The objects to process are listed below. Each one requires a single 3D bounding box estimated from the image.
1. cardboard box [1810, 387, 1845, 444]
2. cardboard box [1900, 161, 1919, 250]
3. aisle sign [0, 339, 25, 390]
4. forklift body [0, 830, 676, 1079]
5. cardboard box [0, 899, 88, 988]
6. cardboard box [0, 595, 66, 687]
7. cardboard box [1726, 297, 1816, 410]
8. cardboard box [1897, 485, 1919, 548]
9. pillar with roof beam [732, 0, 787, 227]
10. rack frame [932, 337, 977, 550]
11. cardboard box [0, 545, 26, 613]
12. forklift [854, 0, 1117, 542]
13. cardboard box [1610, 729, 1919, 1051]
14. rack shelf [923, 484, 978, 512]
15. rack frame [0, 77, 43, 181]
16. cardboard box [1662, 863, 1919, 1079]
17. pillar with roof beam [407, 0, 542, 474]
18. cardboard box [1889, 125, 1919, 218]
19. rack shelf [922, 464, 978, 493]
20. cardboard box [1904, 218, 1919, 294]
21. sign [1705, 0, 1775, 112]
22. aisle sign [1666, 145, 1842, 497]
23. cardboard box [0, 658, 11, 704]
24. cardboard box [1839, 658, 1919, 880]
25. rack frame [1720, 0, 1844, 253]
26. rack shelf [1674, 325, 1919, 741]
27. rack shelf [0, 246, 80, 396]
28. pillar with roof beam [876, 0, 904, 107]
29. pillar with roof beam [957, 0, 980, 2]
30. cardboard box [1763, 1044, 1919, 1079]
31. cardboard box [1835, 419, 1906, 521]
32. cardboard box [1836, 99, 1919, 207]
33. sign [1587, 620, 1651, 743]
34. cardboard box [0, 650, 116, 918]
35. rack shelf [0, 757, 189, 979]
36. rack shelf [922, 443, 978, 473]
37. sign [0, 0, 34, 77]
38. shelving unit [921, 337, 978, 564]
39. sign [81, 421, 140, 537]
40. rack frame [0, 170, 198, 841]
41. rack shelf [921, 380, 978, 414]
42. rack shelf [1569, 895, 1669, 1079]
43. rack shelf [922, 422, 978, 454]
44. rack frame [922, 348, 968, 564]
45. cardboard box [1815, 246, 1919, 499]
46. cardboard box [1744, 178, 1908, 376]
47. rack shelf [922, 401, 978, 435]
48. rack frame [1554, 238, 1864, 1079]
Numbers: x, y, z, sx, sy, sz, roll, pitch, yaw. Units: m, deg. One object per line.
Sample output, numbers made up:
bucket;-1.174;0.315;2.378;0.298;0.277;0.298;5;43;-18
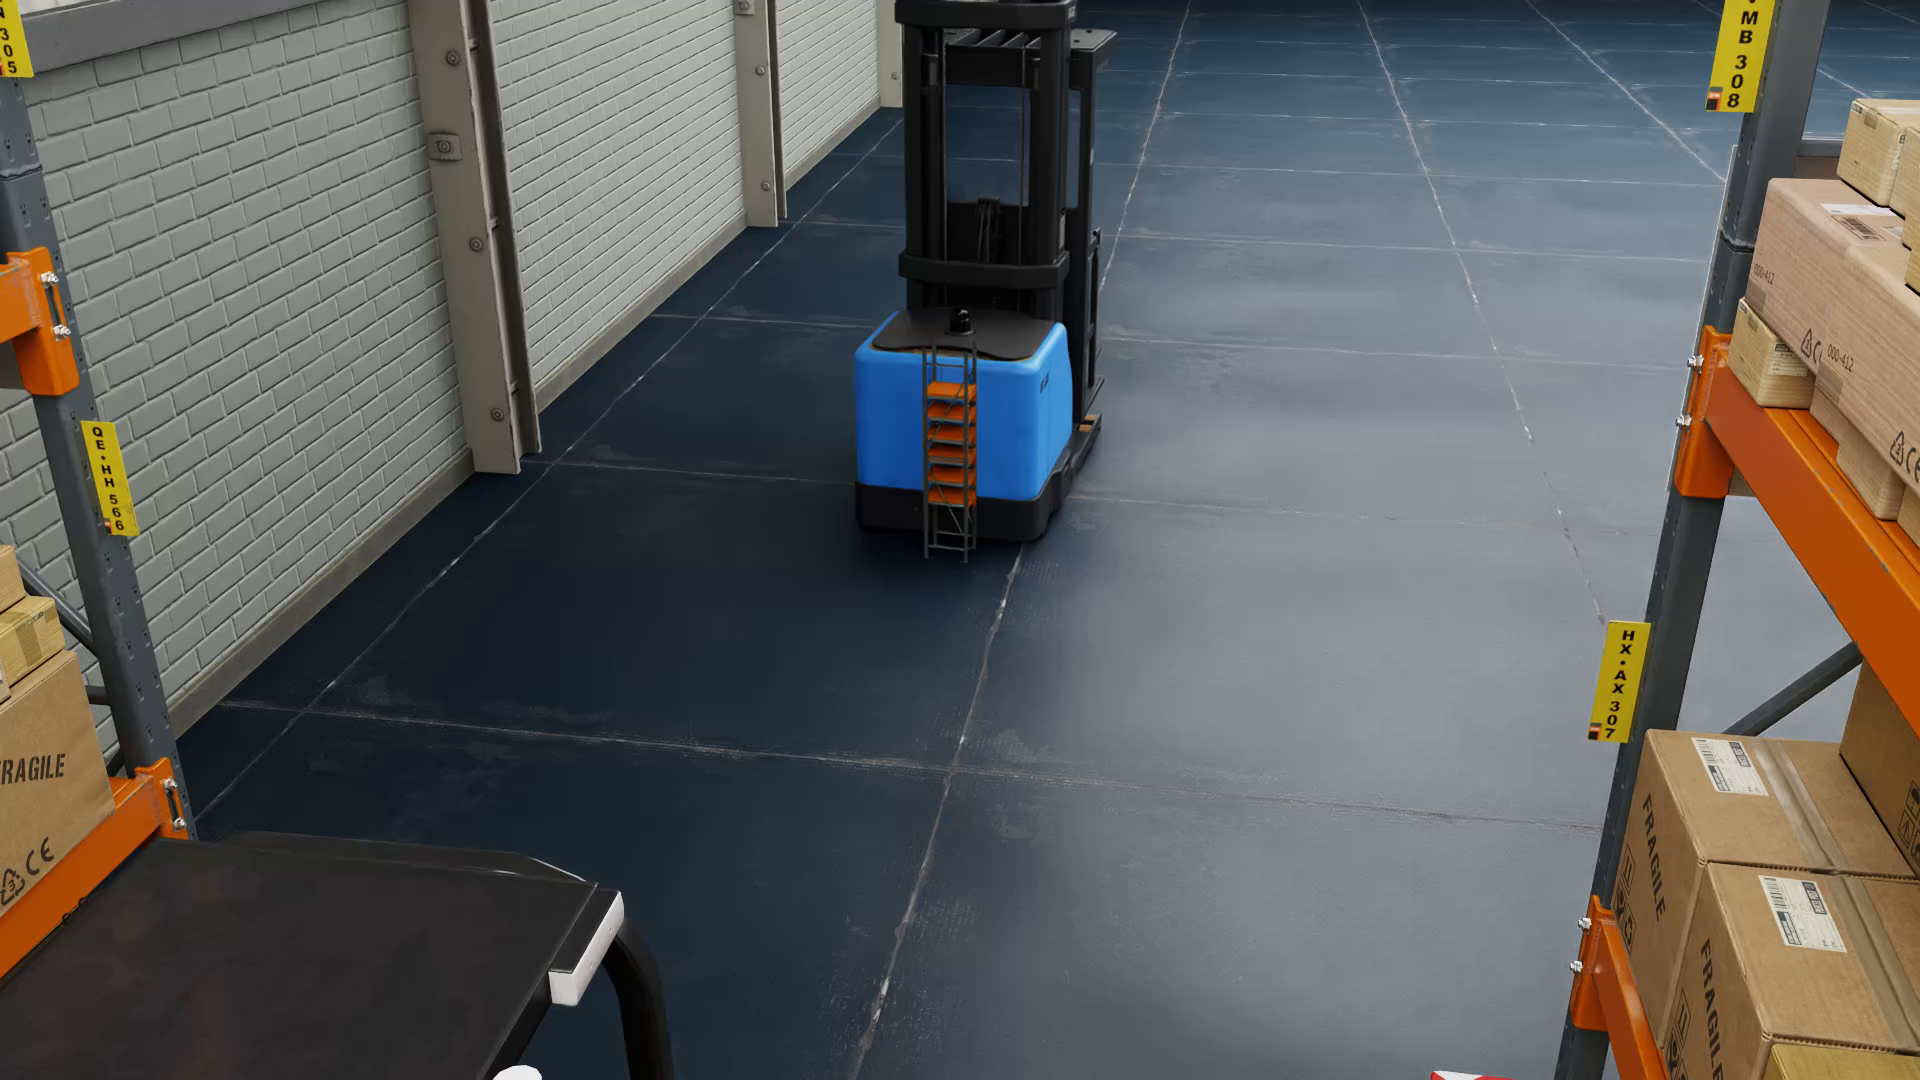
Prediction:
cardboard box;1.780;-0.243;2.988;0.380;0.149;0.250;3;25;7
cardboard box;1.722;-0.495;2.586;0.380;0.149;0.250;4;25;8
aisle sign;-2.488;-0.757;4.262;0.394;0.787;0.004;4;25;9
forklift body;-1.299;1.731;3.014;2.313;2.155;1.214;4;25;9
cardboard box;-2.556;1.244;4.623;0.500;0.250;0.500;5;26;10
cardboard box;-2.569;0.253;4.288;0.380;0.149;0.250;4;25;9
cardboard box;1.734;-0.359;3.236;0.380;0.149;0.250;4;25;9
cardboard box;1.686;-0.029;2.532;0.380;0.149;0.250;4;25;8
pillar with roof beam;2.416;-6.781;13.123;9.100;9.000;0.400;4;25;9
rack frame;-0.030;-0.503;8.909;0.240;1.200;0.006;6;26;13
cardboard box;-2.639;0.118;4.225;0.380;0.149;0.250;4;25;9
forklift;0.282;-1.919;9.892;1.130;2.935;3.031;6;26;13
cardboard box;1.758;0.769;3.601;0.500;0.500;0.500;4;25;8
rack shelf;-0.053;-0.208;8.950;0.258;0.103;0.180;6;26;13
rack frame;-2.789;-2.290;3.527;1.000;3.000;0.127;4;25;9
cardboard box;1.676;0.986;3.137;0.500;0.500;0.500;5;26;10
pillar with roof beam;1.436;-4.272;7.762;9.100;9.000;0.400;4;25;9
cardboard box;1.824;-0.595;2.800;0.380;0.149;0.250;4;25;8
rack shelf;-0.053;-0.317;8.899;0.258;0.103;0.180;6;26;13
cardboard box;1.608;-0.395;2.373;0.380;0.149;0.250;4;25;8
sign;1.573;-1.022;3.326;0.100;0.325;0.005;4;25;9
aisle sign;1.813;-0.455;3.617;0.394;0.787;0.004;4;25;9
cardboard box;-2.582;0.362;4.056;0.380;0.149;0.250;4;25;9
cardboard box;2.241;0.366;3.282;0.700;0.500;0.500;3;25;7
rack frame;2.109;-1.947;2.795;1.000;3.000;0.127;4;25;9
rack shelf;1.782;0.574;1.797;1.077;0.370;4.000;4;25;9
rack shelf;-3.116;0.231;2.528;1.077;0.370;4.000;4;25;9
pillar with roof beam;3.397;-9.291;18.484;9.100;9.000;0.400;4;25;9
pillar with roof beam;4.378;-11.800;23.845;9.100;9.000;0.400;4;25;9
cardboard box;1.594;1.199;2.682;0.500;0.500;0.500;4;25;7
cardboard box;1.703;-0.134;2.756;0.380;0.149;0.250;5;25;10
cardboard box;1.849;-0.702;3.028;0.380;0.149;0.250;4;25;8
sign;1.573;0.340;3.964;0.100;0.325;0.005;4;25;9
cardboard box;-2.610;0.606;4.299;0.500;0.500;0.500;3;25;7
rack shelf;-3.116;1.590;3.164;1.077;0.370;4.000;4;25;9
rack shelf;-0.053;-0.425;8.848;0.258;0.103;0.180;6;26;13
sign;-2.256;-1.253;3.899;0.100;0.325;0.005;4;25;9
shelving unit;-0.053;-0.465;8.829;0.258;1.200;0.189;6;26;13
sign;-2.256;-0.161;4.410;0.100;0.325;0.005;4;25;9
rack frame;-2.789;0.428;4.798;1.000;3.000;0.127;4;25;9
rack shelf;-0.053;-0.751;8.695;0.258;0.103;0.180;6;26;13
rack shelf;1.782;1.932;2.432;1.077;0.370;4.000;4;25;9
rack shelf;-0.053;-0.534;8.797;0.258;0.103;0.180;6;26;13
rack frame;-0.076;-0.428;8.749;0.240;1.200;0.006;6;26;13
cardboard box;1.672;-0.254;2.541;0.500;0.250;0.500;4;25;8
cardboard box;1.764;-0.464;2.990;0.500;0.250;0.500;4;25;8
rack shelf;-0.053;-0.643;8.746;0.258;0.103;0.180;6;26;13
rack frame;2.109;0.770;4.067;1.000;3.000;0.127;4;25;9
